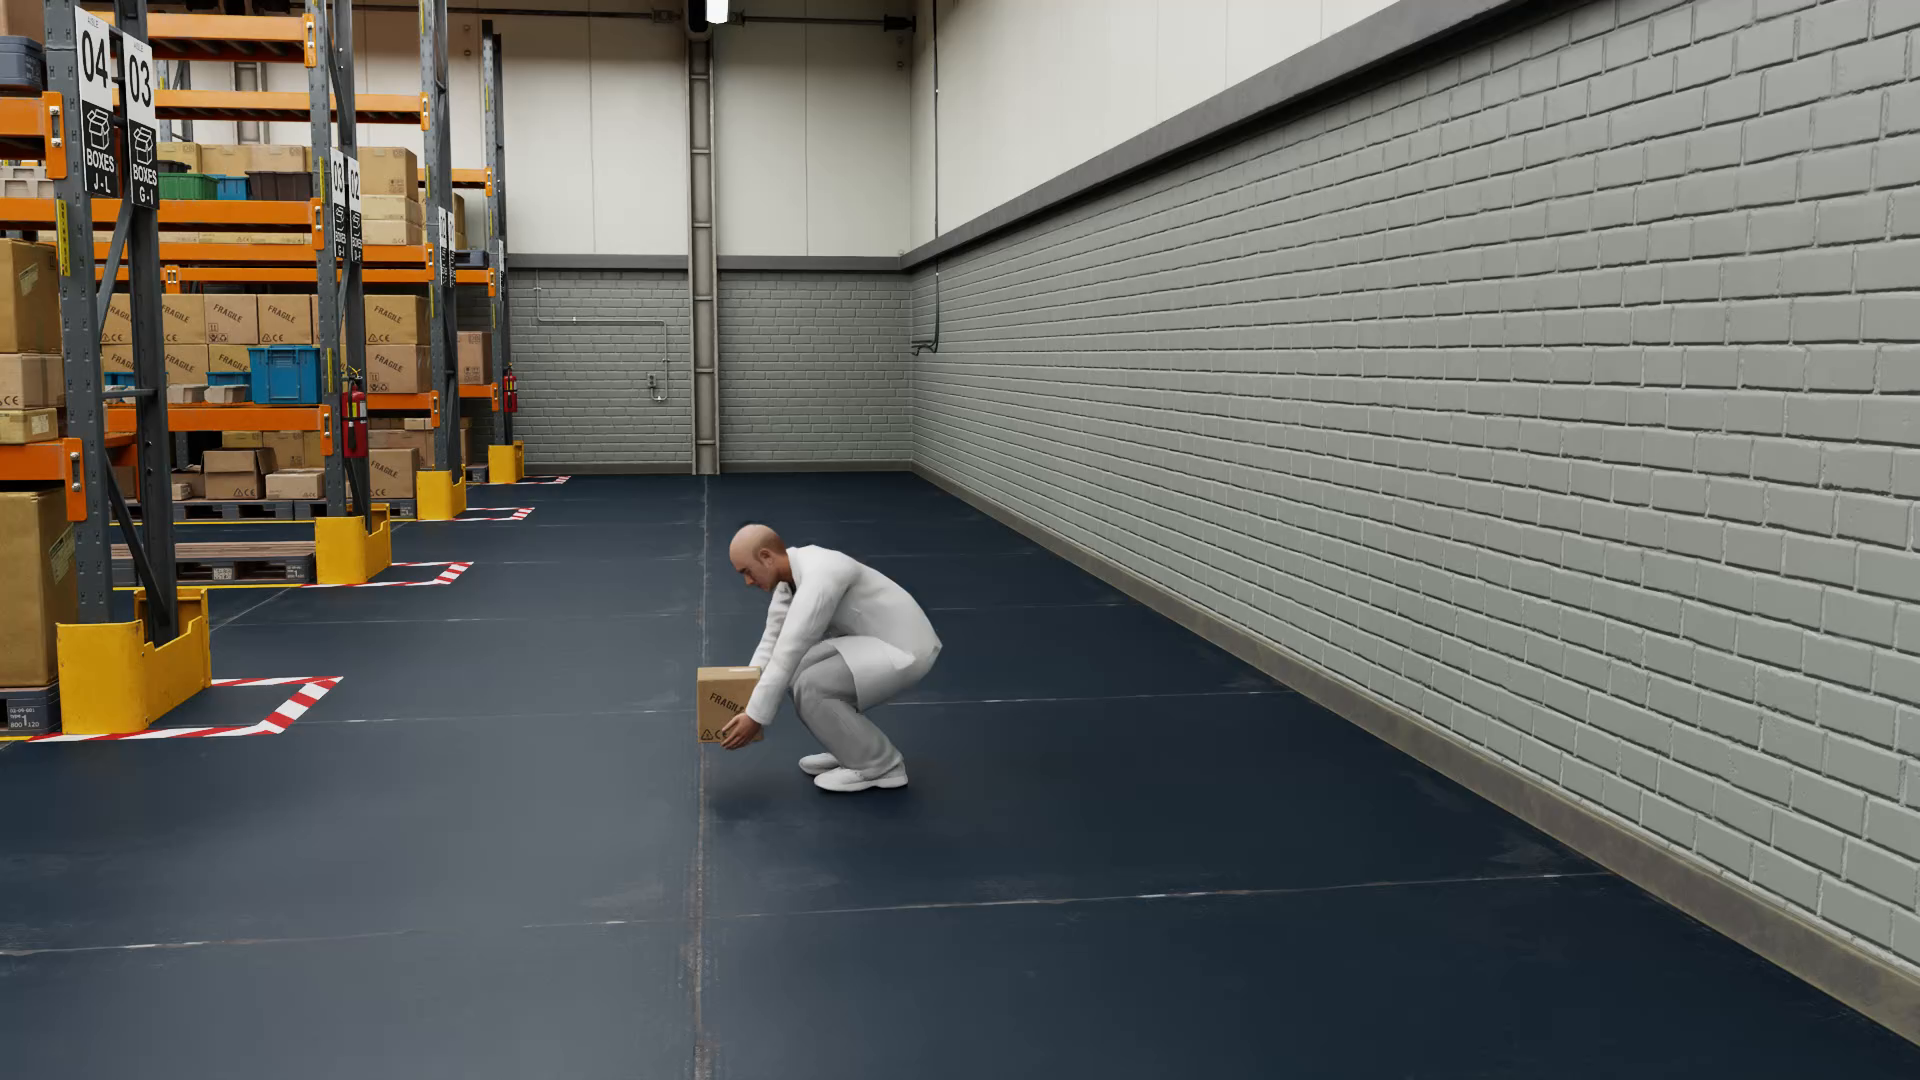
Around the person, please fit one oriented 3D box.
[{"bbox_3d":[-0.517,0.449,6.560,0.899,1.046,0.608,-1,6,-9],"label":"person"}]
